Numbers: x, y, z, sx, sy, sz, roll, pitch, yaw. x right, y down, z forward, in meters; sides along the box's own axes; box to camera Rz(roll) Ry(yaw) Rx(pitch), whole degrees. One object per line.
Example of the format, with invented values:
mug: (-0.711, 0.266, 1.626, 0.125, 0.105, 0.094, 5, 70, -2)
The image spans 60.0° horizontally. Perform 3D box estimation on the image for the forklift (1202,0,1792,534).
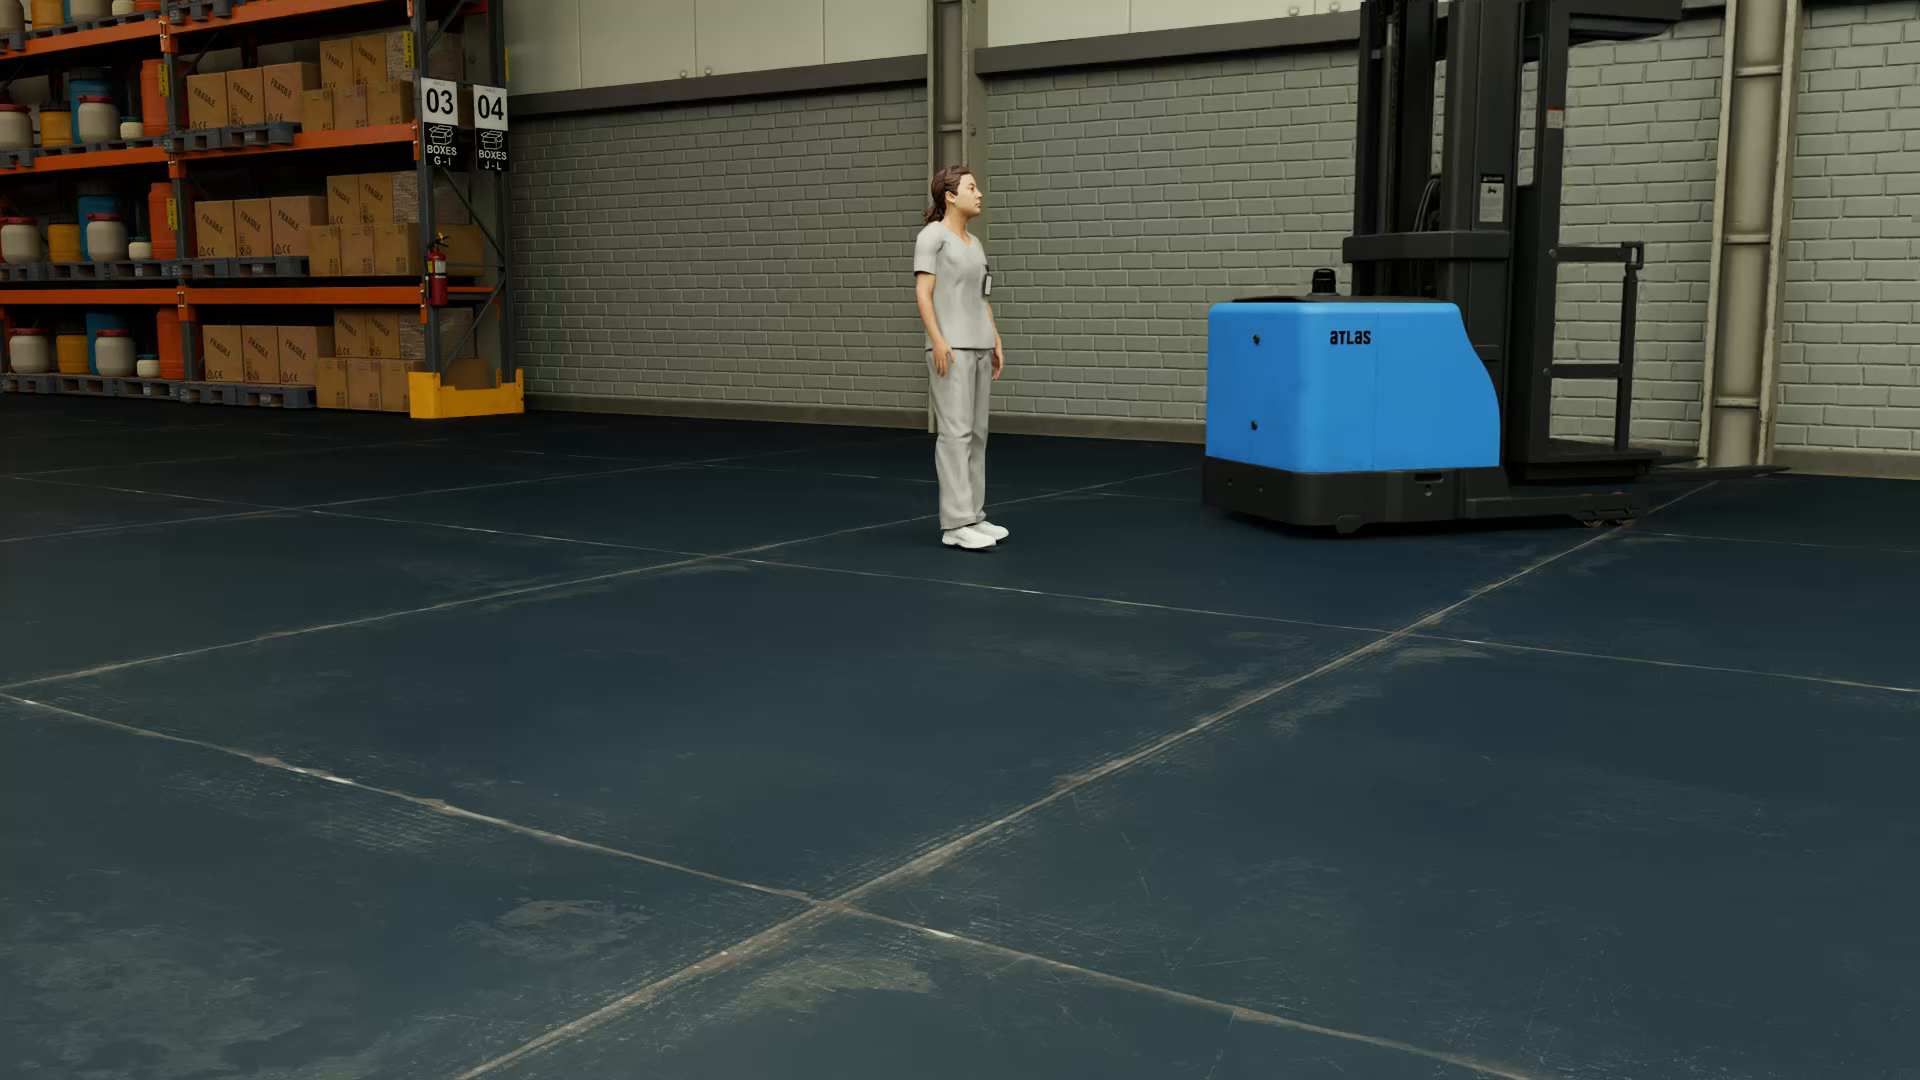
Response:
forklift: (2.798, -1.579, 8.297, 3.031, 2.935, 1.130, -3, 9, -19)

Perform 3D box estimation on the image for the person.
person: (0.053, -0.829, 7.433, 0.549, 1.675, 0.550, 5, 10, 34)
